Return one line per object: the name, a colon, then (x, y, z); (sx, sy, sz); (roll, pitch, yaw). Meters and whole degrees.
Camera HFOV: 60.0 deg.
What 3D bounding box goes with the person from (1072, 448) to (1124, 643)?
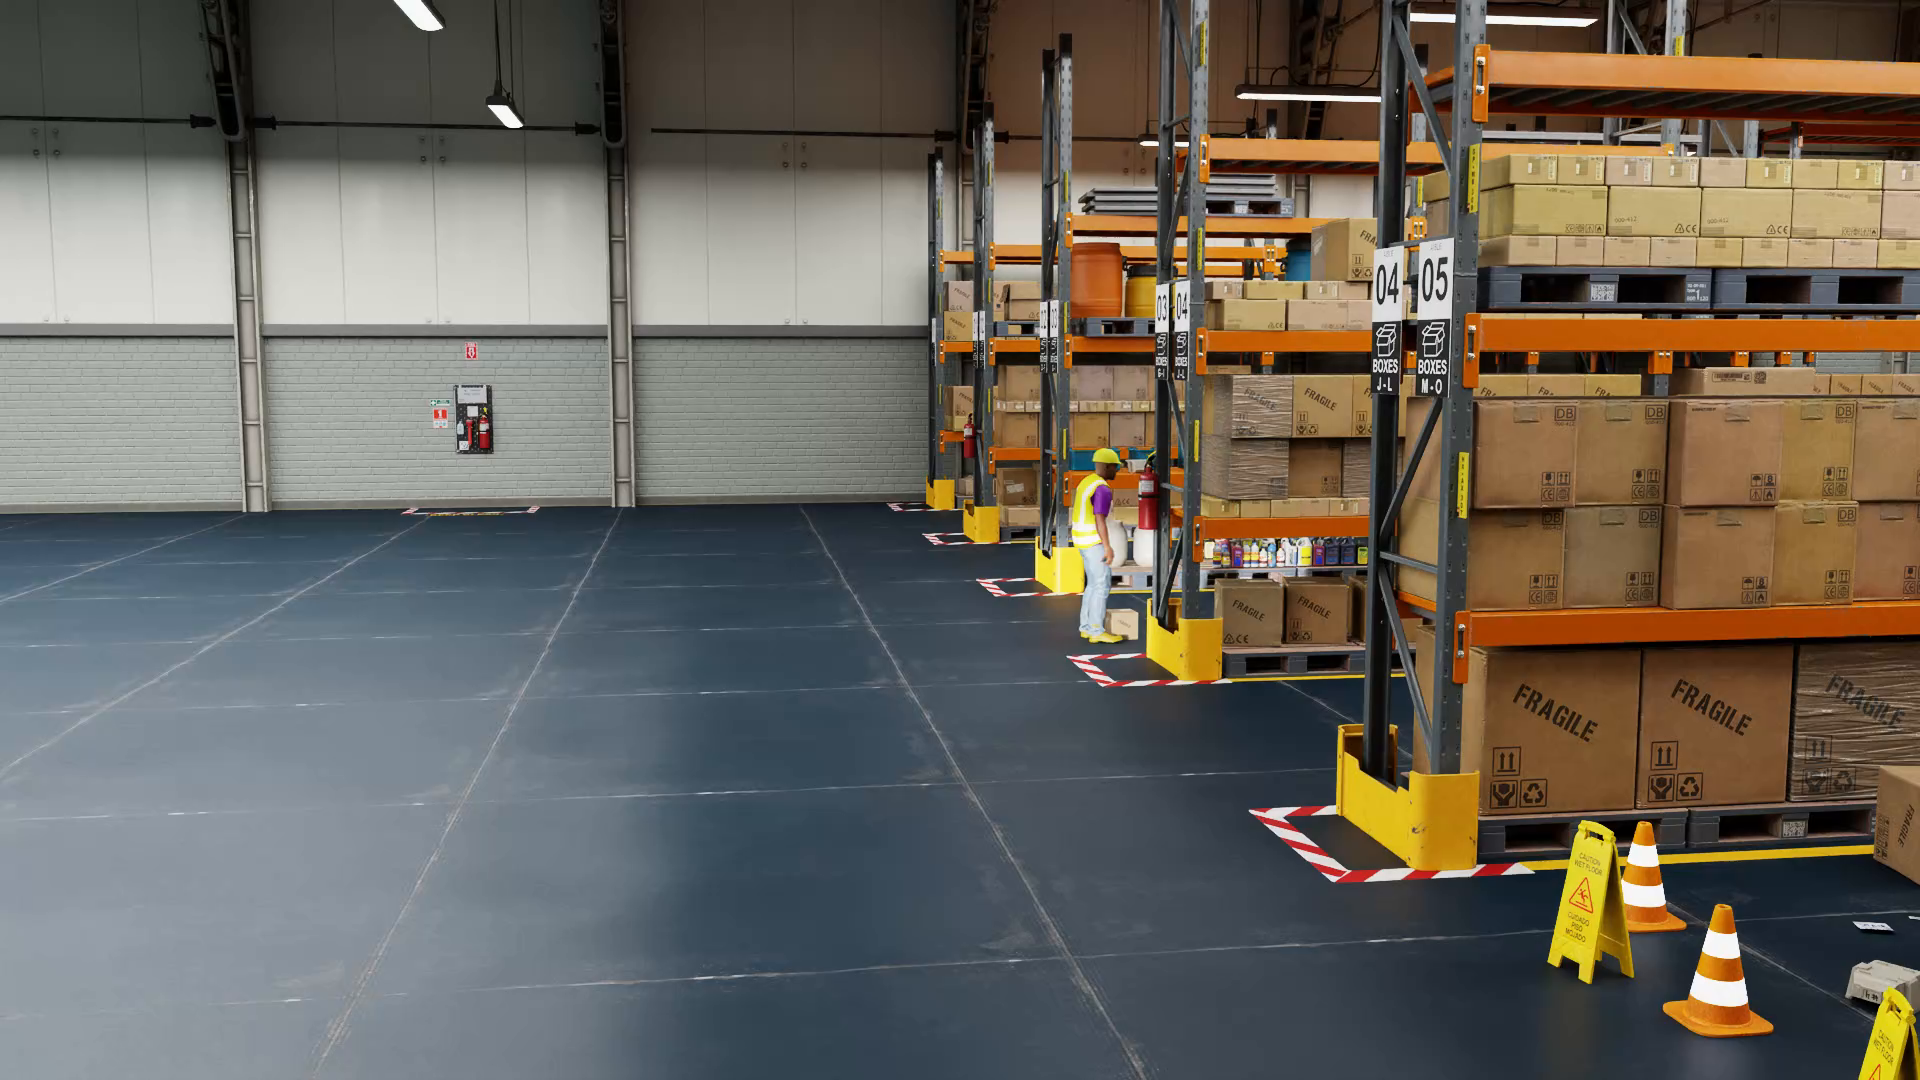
person: (1.279, 0.039, 15.289); (0.463, 1.760, 0.631); (-1, 7, -9)
